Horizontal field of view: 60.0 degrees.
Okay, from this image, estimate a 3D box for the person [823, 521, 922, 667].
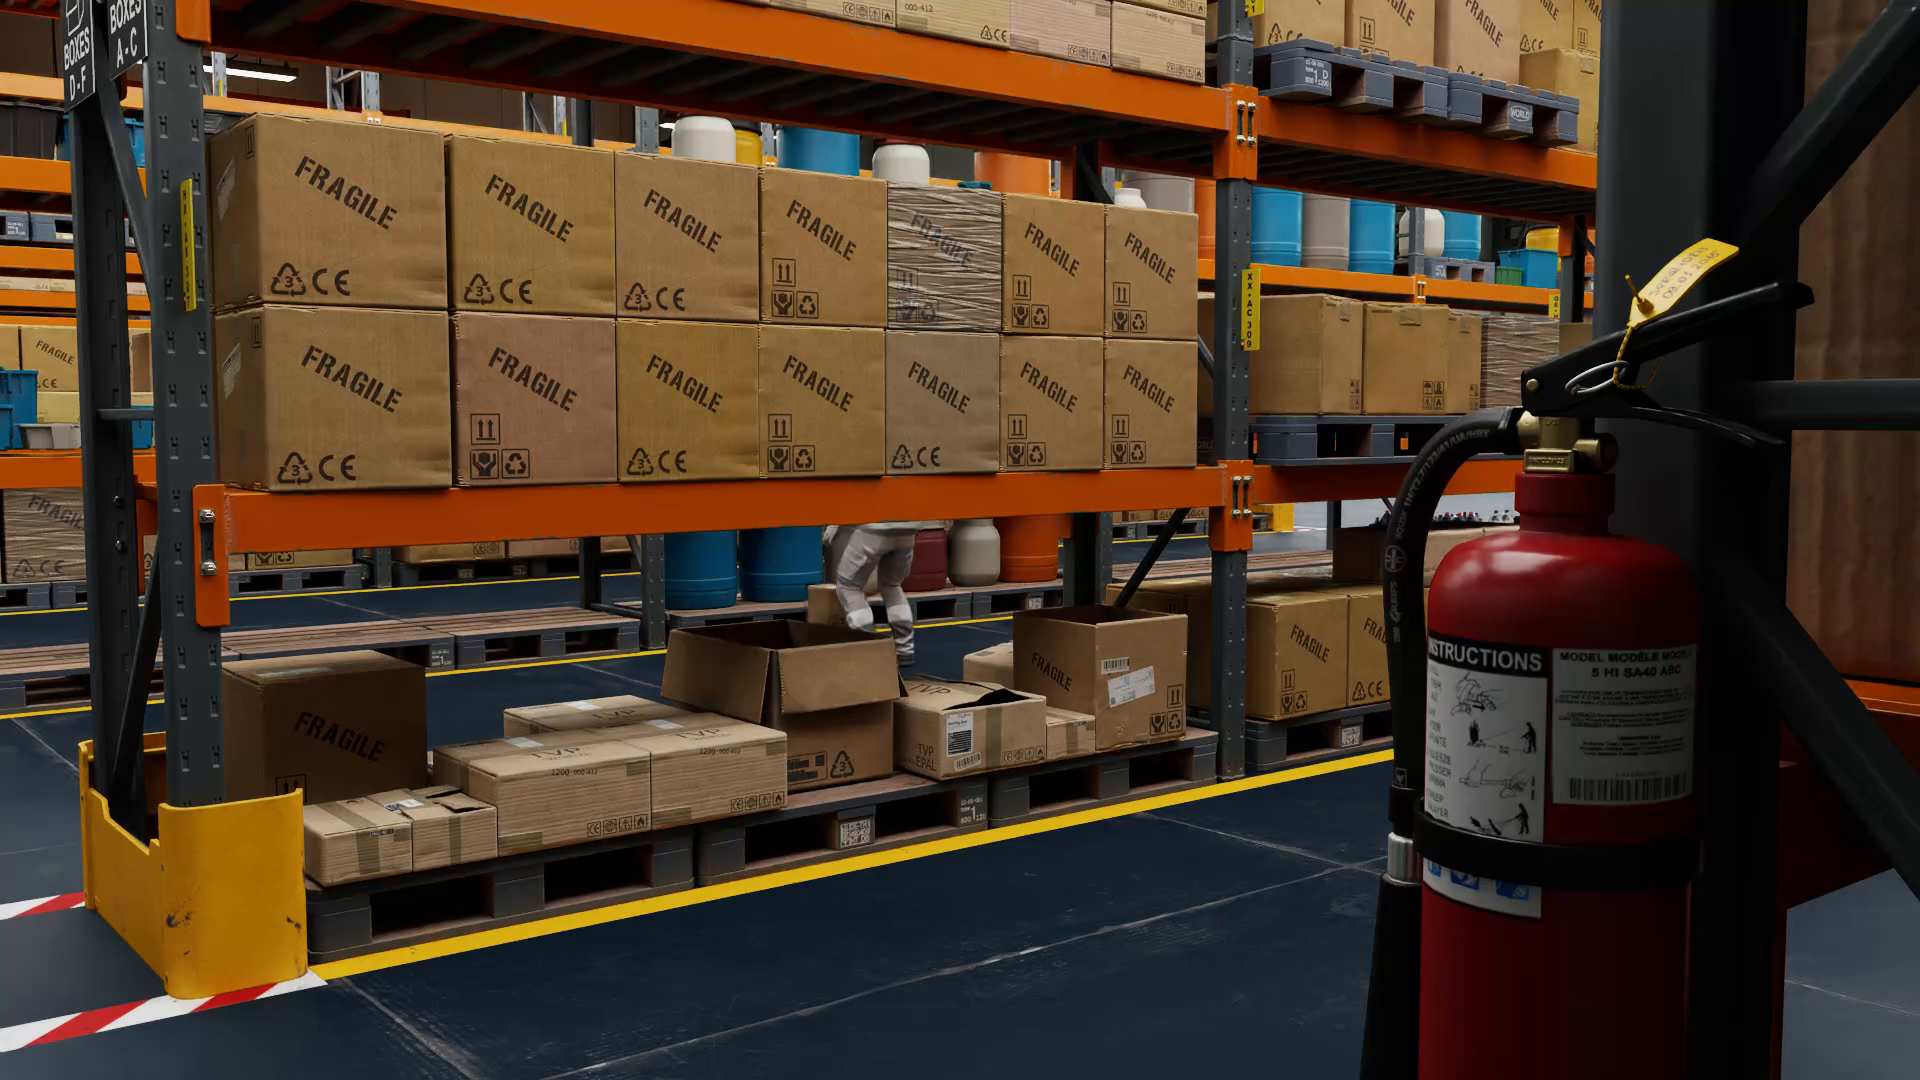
[{"bbox_3d":[-0.523,-0.065,9.990,0.560,1.666,0.558,-3,5,-38],"label":"person"}]
